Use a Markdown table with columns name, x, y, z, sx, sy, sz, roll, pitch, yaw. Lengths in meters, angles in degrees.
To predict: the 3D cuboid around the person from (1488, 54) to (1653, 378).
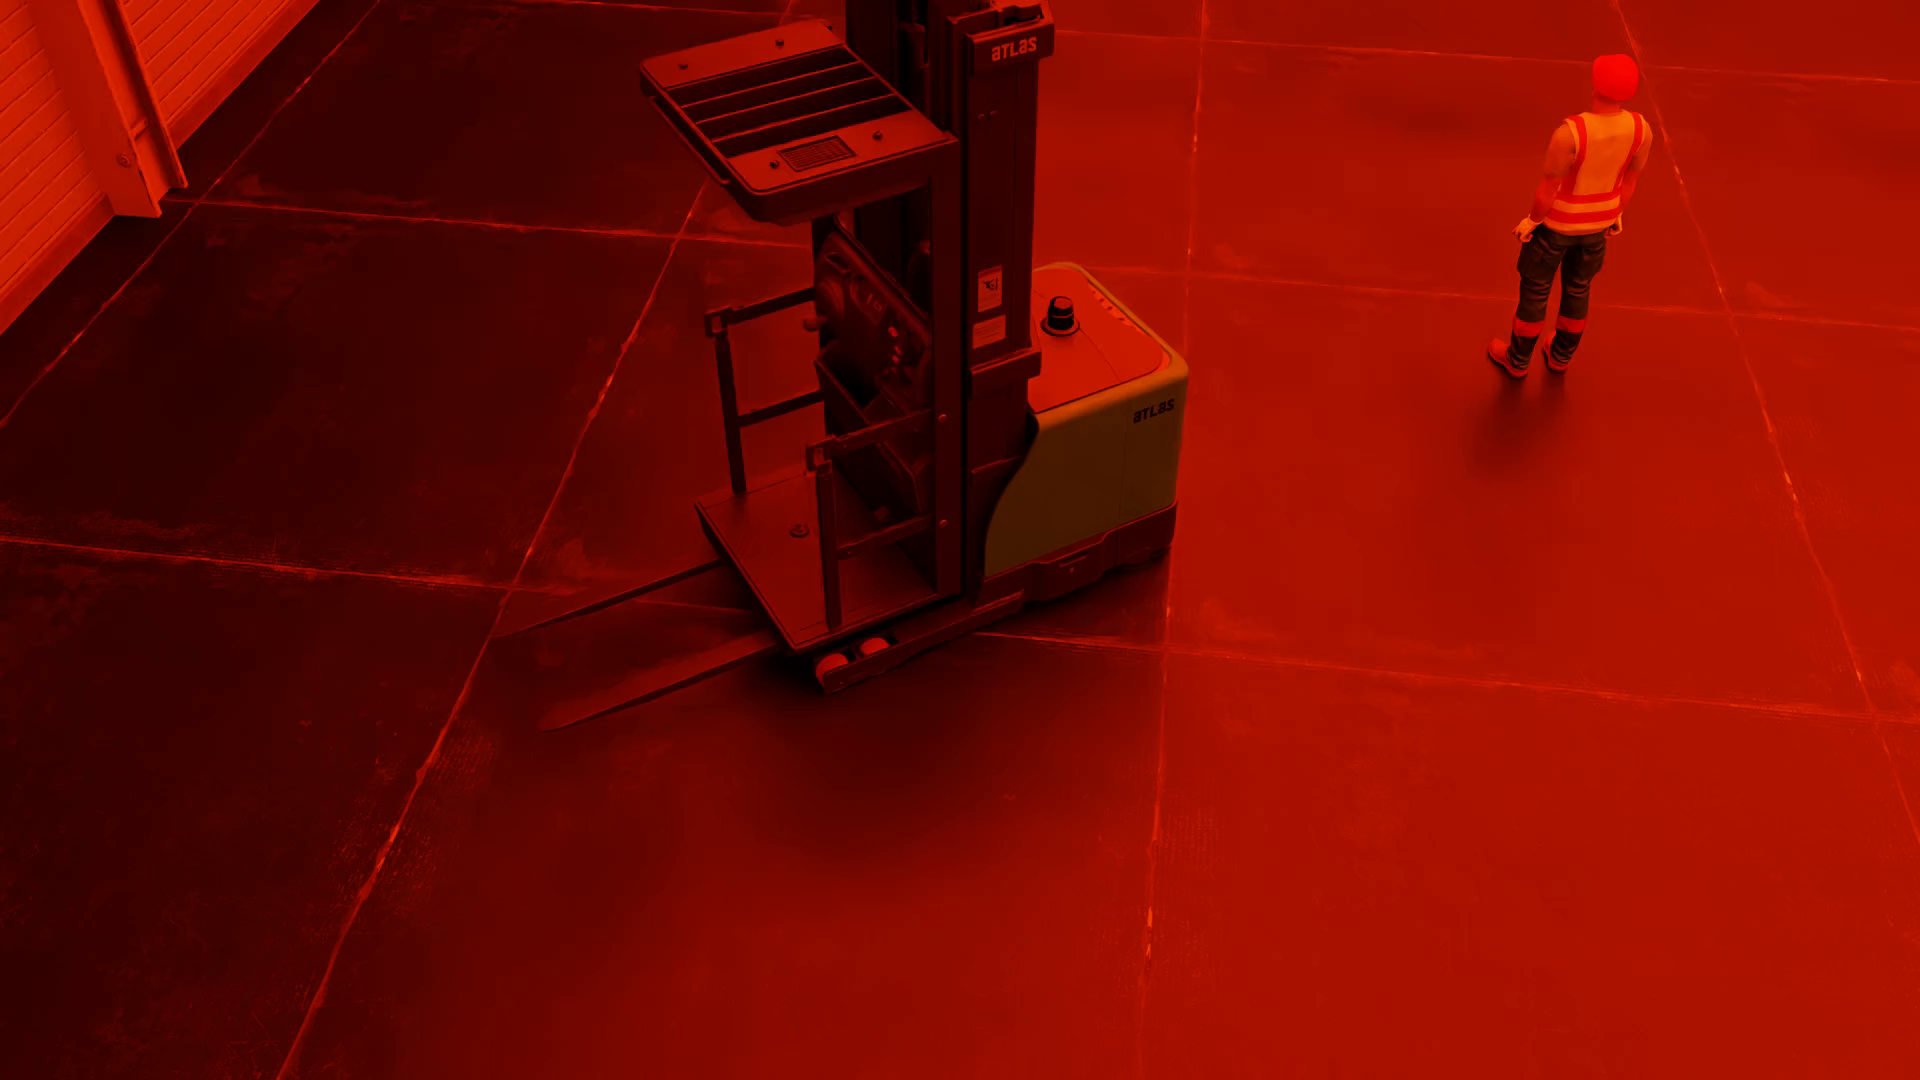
| name | x | y | z | sx | sy | sz | roll | pitch | yaw |
| --- | --- | --- | --- | --- | --- | --- | --- | --- | --- |
| person | 3.053 | -1.609 | 8.320 | 0.533 | 1.794 | 0.376 | -6 | 43 | -6 |

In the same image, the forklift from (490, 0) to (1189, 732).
| name | x | y | z | sx | sy | sz | roll | pitch | yaw |
| --- | --- | --- | --- | --- | --- | --- | --- | --- | --- |
| forklift | -0.537 | -0.837 | 6.635 | 3.031 | 2.935 | 1.130 | -21 | 46 | -21 |
